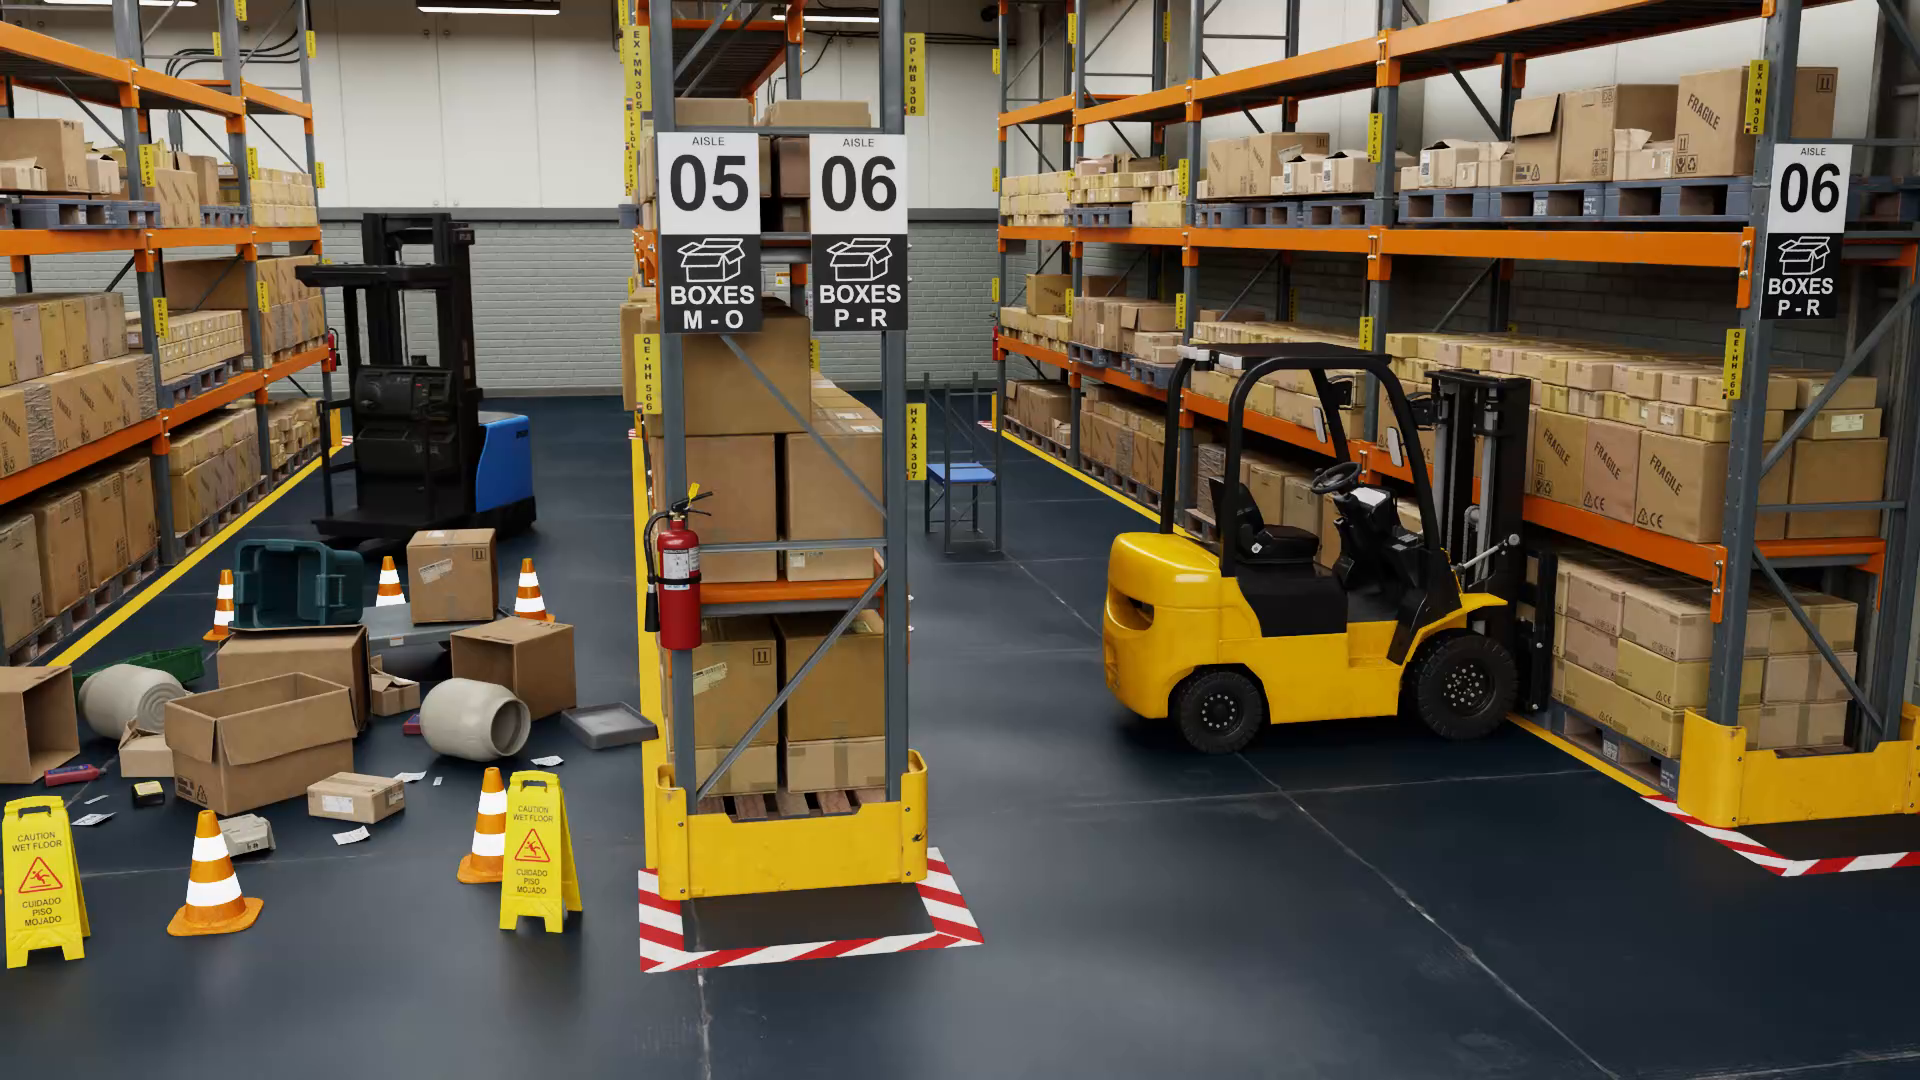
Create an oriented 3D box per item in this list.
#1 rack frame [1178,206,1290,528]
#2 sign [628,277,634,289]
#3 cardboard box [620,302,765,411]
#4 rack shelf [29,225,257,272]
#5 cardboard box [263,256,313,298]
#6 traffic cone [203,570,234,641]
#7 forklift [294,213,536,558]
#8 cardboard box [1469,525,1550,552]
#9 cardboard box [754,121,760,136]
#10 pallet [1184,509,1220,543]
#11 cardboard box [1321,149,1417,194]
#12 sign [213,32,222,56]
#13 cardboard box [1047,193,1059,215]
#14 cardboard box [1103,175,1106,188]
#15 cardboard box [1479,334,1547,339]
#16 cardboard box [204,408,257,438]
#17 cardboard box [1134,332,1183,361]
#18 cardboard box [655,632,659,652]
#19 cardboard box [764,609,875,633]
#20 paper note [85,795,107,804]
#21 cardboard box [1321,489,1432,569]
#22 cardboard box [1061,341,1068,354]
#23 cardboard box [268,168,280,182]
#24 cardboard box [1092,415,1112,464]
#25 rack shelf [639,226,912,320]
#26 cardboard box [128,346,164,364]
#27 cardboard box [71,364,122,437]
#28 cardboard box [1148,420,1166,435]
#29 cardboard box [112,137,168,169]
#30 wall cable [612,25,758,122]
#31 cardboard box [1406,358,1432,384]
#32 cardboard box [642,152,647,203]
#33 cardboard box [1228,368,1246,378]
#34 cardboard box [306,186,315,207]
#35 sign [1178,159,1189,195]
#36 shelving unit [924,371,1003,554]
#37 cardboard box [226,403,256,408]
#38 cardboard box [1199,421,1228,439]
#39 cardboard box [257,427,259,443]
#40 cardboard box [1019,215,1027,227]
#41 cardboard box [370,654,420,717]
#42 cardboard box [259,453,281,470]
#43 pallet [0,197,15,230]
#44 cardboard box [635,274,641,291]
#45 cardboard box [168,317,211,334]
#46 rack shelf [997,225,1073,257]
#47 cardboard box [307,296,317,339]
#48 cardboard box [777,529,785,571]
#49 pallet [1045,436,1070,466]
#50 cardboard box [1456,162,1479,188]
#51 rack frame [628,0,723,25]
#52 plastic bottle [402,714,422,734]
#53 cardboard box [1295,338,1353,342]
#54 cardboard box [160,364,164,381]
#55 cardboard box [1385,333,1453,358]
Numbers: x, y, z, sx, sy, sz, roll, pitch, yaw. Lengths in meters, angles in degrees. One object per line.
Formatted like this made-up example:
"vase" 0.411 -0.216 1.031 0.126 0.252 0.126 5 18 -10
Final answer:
"rack frame" 2.587 -1.618 15.677 1.000 3.000 0.127 -2 11 -11
"sign" -4.383 -3.350 22.246 0.100 0.325 0.005 -2 11 -11
"cardboard box" -1.330 -0.925 8.297 0.700 0.500 0.500 -2 11 -12
"rack shelf" -7.506 -2.726 15.396 1.077 0.370 4.000 -2 11 -11
"cardboard box" -8.242 -3.225 20.379 0.500 0.500 0.500 -3 11 -13
"traffic cone" -5.119 0.440 11.646 0.336 0.463 0.334 -2 11 -11
"forklift" -4.902 -1.319 14.288 1.130 2.935 3.031 3 11 15
"cardboard box" 3.349 0.054 10.449 0.500 0.250 0.500 -2 11 -9
"cardboard box" -0.860 -2.065 8.539 0.380 0.149 0.250 -2 11 -10
"pallet" 2.709 -0.096 15.137 1.003 0.211 1.213 -2 11 -11
"cardboard box" 2.985 -2.694 12.153 0.500 0.311 0.500 -2 11 -13
"sign" -9.205 -6.131 20.632 0.100 0.325 0.005 -2 11 -11
"cardboard box" 1.358 -4.072 20.153 0.500 0.250 0.500 -3 11 -13
"cardboard box" 1.749 -3.848 17.853 0.380 0.149 0.250 -2 11 -10
"cardboard box" 3.732 -1.304 11.226 0.380 0.149 0.250 -2 11 -13
"cardboard box" -7.502 -1.192 16.992 0.500 0.250 0.500 -2 11 -13
"cardboard box" 2.064 -1.933 16.607 0.500 0.250 0.500 -3 11 -14
"cardboard box" -1.653 0.559 10.469 0.500 0.250 0.500 -3 11 -14
"cardboard box" -0.722 0.548 8.520 0.500 0.500 0.500 -3 11 -13
"paper note" -4.330 1.301 8.337 0.032 0.001 0.123 4 11 18
"cardboard box" 3.252 -0.020 12.506 0.875 0.625 0.625 -2 11 -8
"cardboard box" 1.427 -2.325 20.061 0.380 0.149 0.250 -2 11 -9
"cardboard box" -7.923 -4.119 18.789 0.380 0.149 0.250 -2 11 -8
"cardboard box" 1.796 -1.136 18.706 0.500 0.500 0.500 -2 11 -12
"rack shelf" -1.114 -1.457 8.731 1.077 0.370 4.000 -2 11 -11
"cardboard box" -7.014 -1.564 14.143 0.380 0.149 0.250 -2 11 -8
"cardboard box" -6.573 -1.032 12.328 0.500 0.500 0.500 -2 11 -12
"cardboard box" 2.144 -1.146 17.021 0.380 0.149 0.250 -2 11 -9
"cardboard box" -7.026 -3.316 14.260 0.396 0.266 0.258 -2 11 -11
"wall cable" -4.482 -6.911 27.442 2.355 3.000 0.029 -2 11 -11
"cardboard box" 3.221 -1.137 11.146 0.380 0.149 0.250 -2 11 -10
"cardboard box" -1.392 -1.880 8.634 0.500 0.250 0.500 -2 11 -10
"cardboard box" 2.614 -1.512 14.180 0.500 0.250 0.500 -2 11 -12
"cardboard box" -8.334 -4.276 20.683 0.500 0.250 0.500 -2 11 -13
"sign" 2.054 -3.327 15.247 0.100 0.325 0.005 -2 11 -11
"shelving unit" 0.017 -0.721 14.974 0.538 1.500 1.048 -2 11 -11
"cardboard box" -8.809 -1.599 20.483 0.380 0.149 0.250 -2 11 -11
"cardboard box" 2.639 -1.115 16.859 0.380 0.149 0.250 -2 11 -10
"cardboard box" -7.759 -1.141 18.080 0.380 0.149 0.250 -2 11 -9
"cardboard box" 0.980 -4.177 21.769 0.380 0.149 0.250 -2 11 -11
"cardboard box" -3.450 0.867 9.932 0.396 0.266 0.258 9 14 38
"cardboard box" -7.651 -0.857 18.176 0.380 0.149 0.250 -3 11 -13
"pallet" -6.566 -2.051 10.439 0.805 0.209 1.217 -3 11 -13
"cardboard box" -3.256 -2.620 17.998 0.500 0.500 0.500 -2 11 -10
"cardboard box" -7.373 -2.042 15.860 0.380 0.149 0.250 -3 11 -14
"rack shelf" 1.420 -3.839 21.246 1.077 0.370 4.000 -2 11 -11
"cardboard box" -8.238 -2.734 20.473 0.500 0.500 0.500 -2 11 -12
"cardboard box" -0.652 0.038 7.648 0.380 0.149 0.250 -2 11 -10
"pallet" 1.676 -1.108 20.455 1.003 0.211 1.213 -2 11 -11
"cardboard box" 3.304 -2.256 10.286 0.380 0.149 0.250 -2 11 -9
"rack frame" -3.059 -5.118 18.019 1.000 3.000 0.127 -2 11 -11
"plastic bottle" -3.092 1.045 9.544 0.133 0.061 0.283 0 11 -1
"cardboard box" 2.846 -1.494 13.023 0.380 0.149 0.250 -2 11 -12
"cardboard box" -7.006 -1.411 14.136 0.380 0.149 0.250 -2 11 -12
"cardboard box" 3.136 -1.329 11.361 0.380 0.149 0.250 -2 11 -10
